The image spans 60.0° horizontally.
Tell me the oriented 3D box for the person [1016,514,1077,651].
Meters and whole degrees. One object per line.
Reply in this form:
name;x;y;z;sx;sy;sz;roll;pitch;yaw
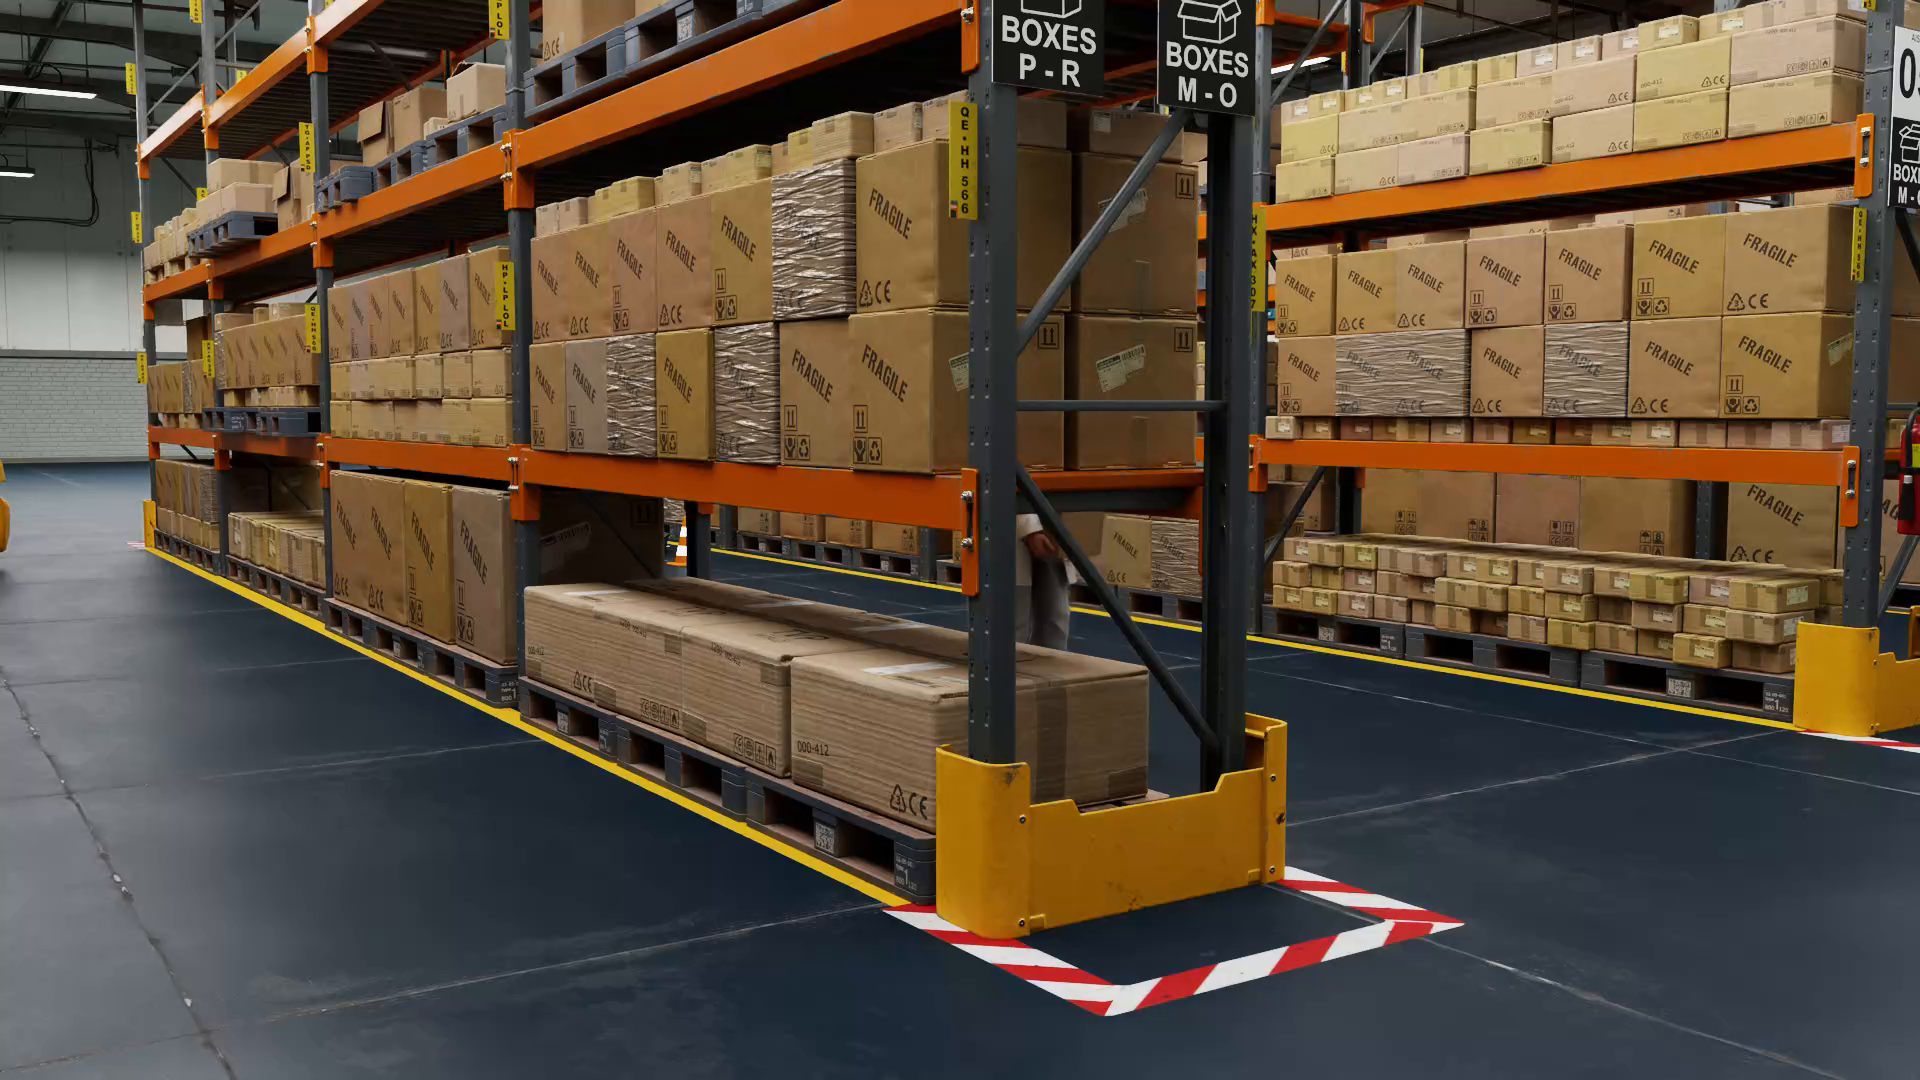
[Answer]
person;0.365;0.013;7.666;0.527;1.774;0.573;-3;6;-35
